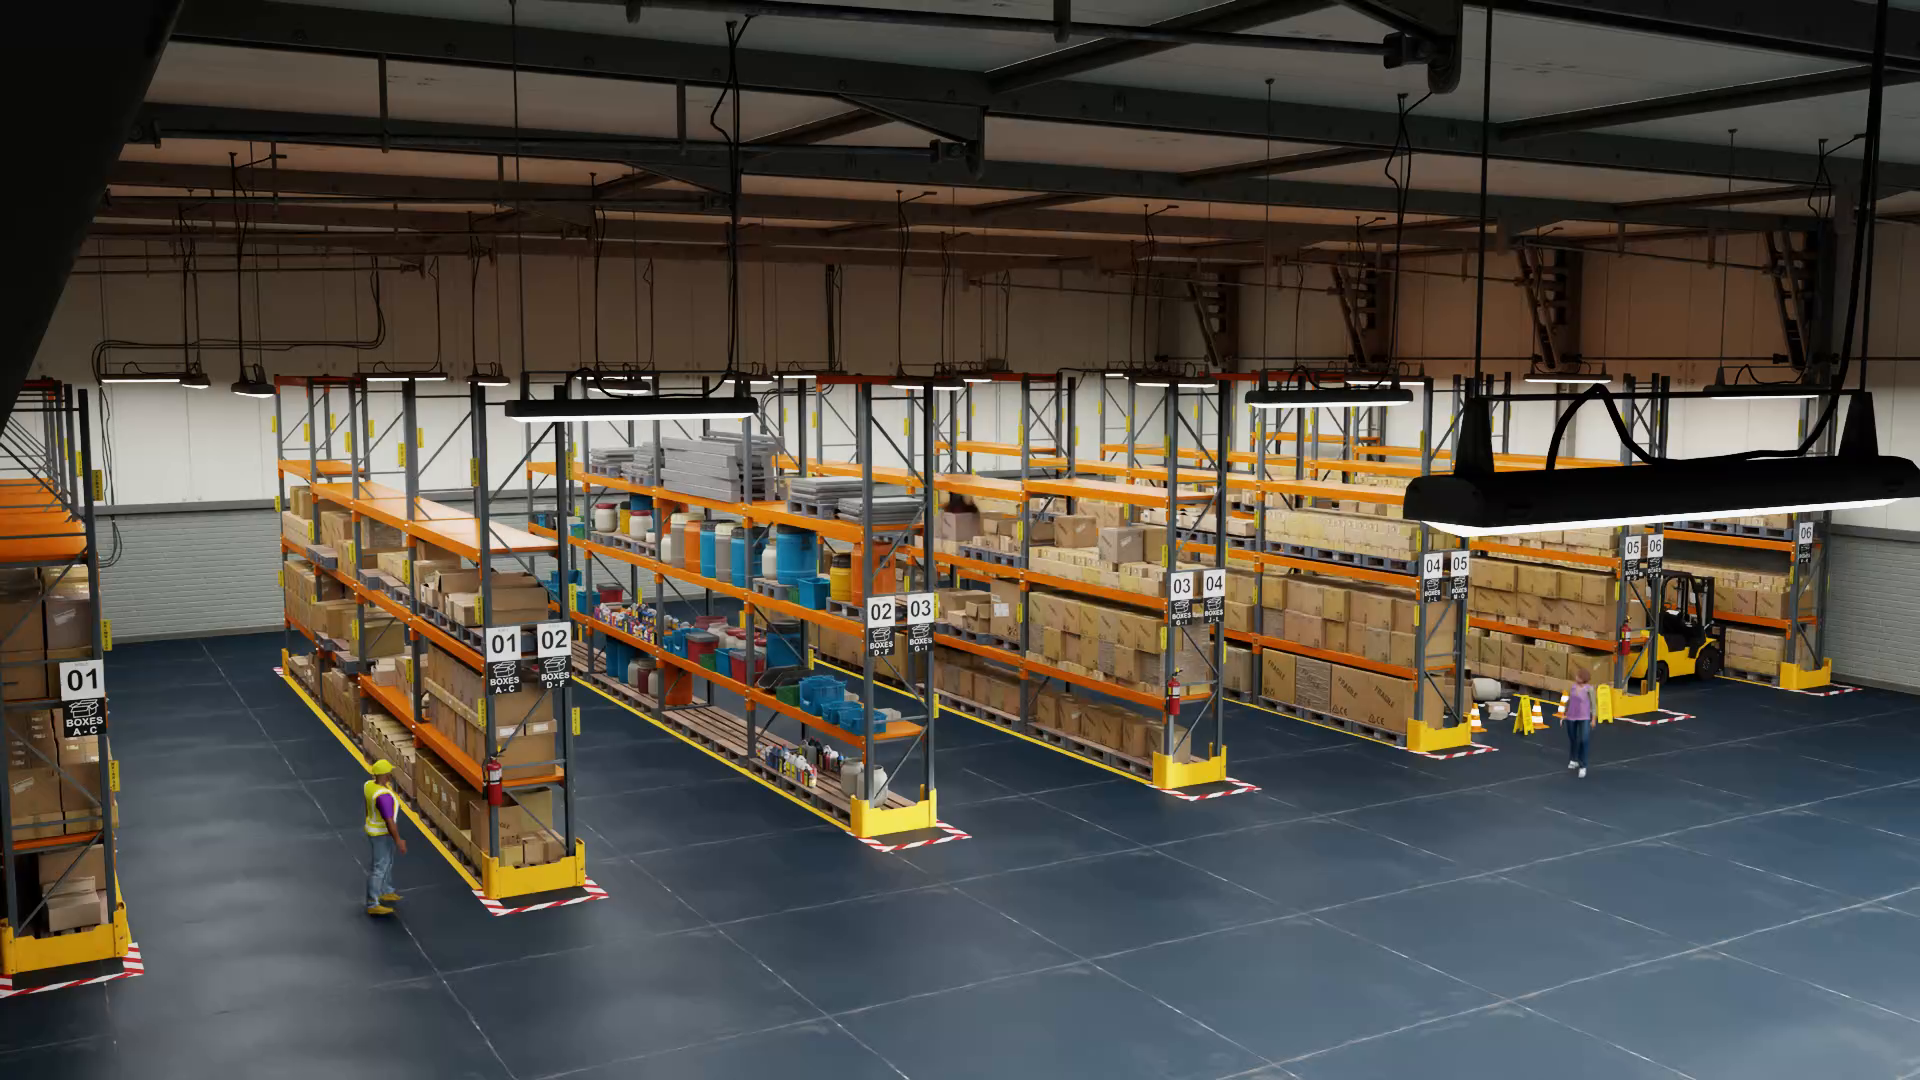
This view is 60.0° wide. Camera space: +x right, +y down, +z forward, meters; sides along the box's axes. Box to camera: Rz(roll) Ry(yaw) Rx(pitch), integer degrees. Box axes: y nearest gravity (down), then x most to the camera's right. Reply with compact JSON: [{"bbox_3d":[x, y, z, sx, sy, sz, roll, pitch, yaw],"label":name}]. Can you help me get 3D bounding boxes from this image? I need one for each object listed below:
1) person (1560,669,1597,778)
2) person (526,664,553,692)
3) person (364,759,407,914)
[{"bbox_3d":[9.441,2.778,25.408,0.517,1.631,0.672,2,7,20],"label":"person"},{"bbox_3d":[-7.153,2.373,28.594,0.774,1.813,0.876,-3,7,-26],"label":"person"},{"bbox_3d":[-6.624,3.386,19.096,0.505,1.801,0.687,-3,7,-28],"label":"person"}]
